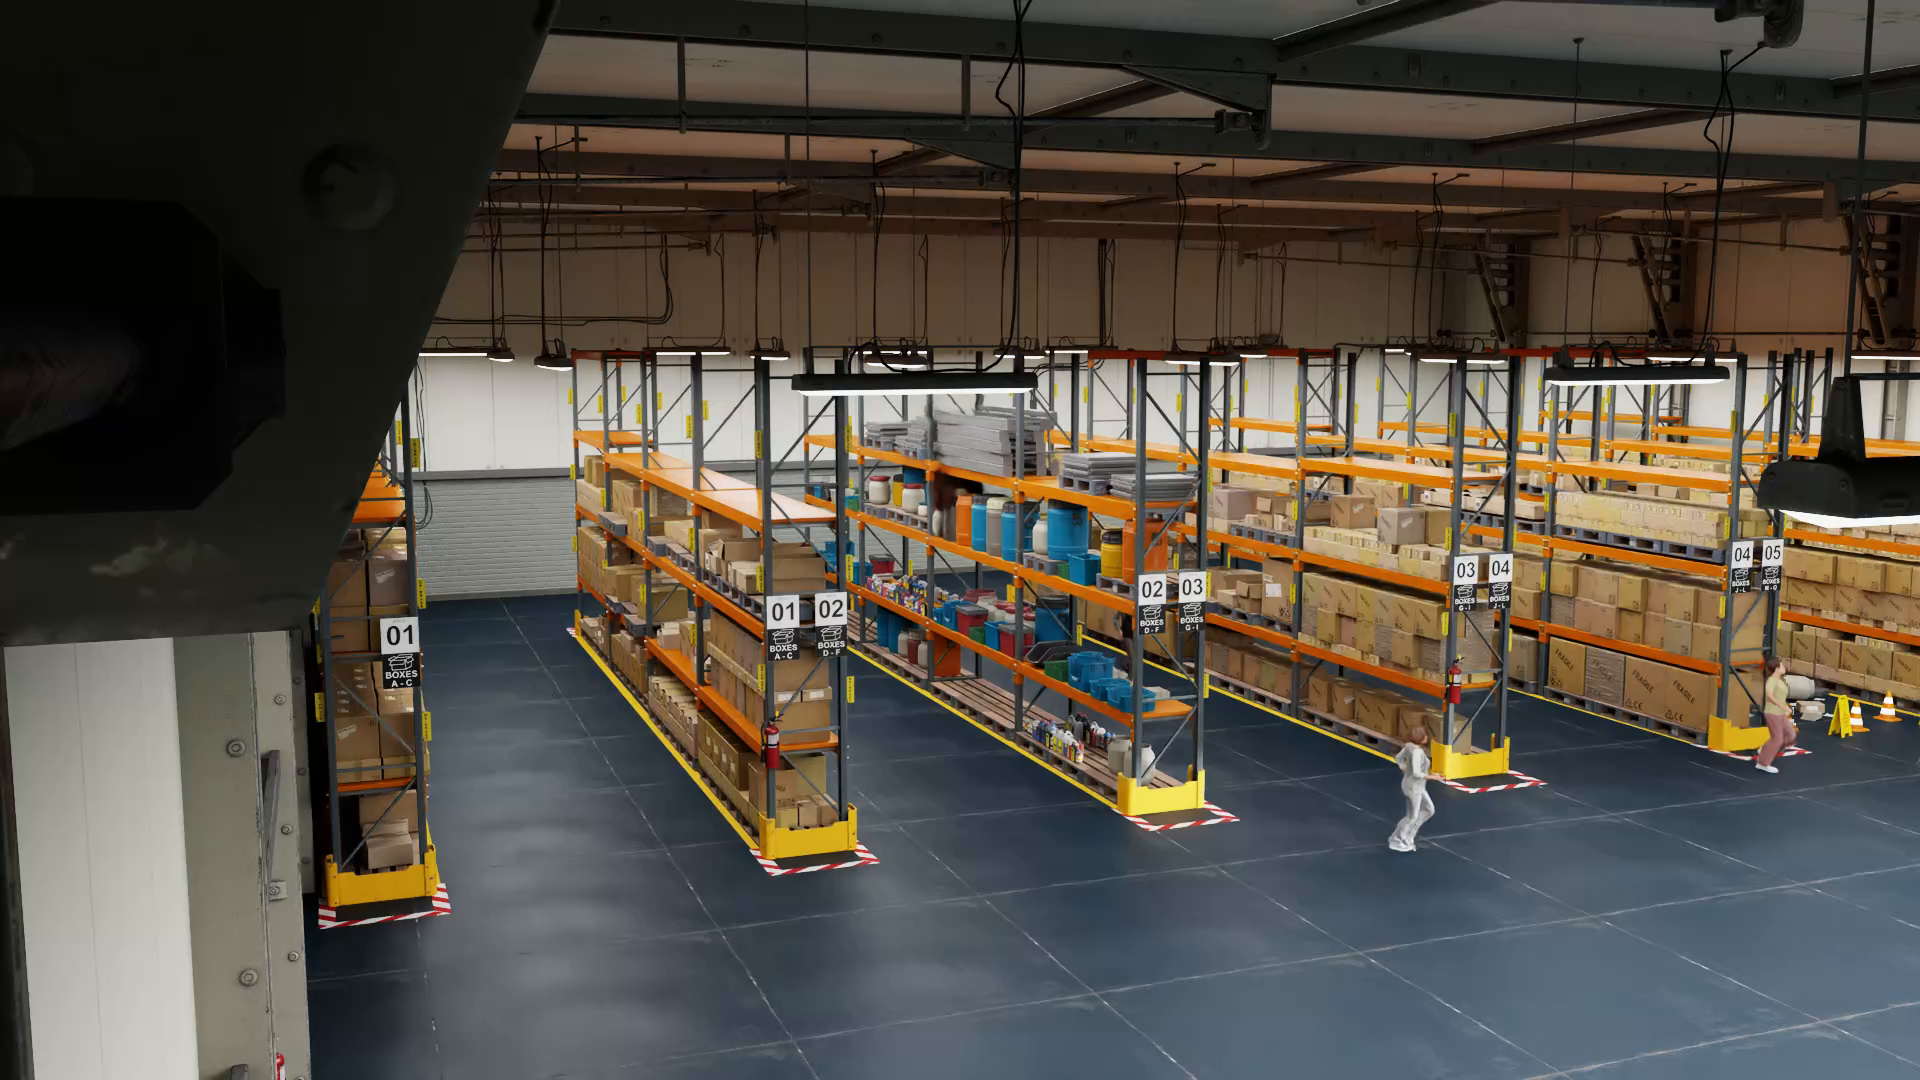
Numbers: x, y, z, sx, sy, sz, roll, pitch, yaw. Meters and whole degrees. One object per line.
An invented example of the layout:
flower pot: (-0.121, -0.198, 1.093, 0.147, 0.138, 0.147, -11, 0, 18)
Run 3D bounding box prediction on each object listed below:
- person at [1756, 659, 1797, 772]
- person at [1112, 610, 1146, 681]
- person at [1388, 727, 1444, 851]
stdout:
person: (11.881, 2.543, 24.139, 0.502, 1.615, 0.650, 5, 9, 35)
person: (3.091, 1.774, 29.984, 0.673, 1.720, 0.819, -3, 8, -21)
person: (5.549, 3.041, 20.213, 0.628, 1.583, 0.540, 2, 7, 12)
